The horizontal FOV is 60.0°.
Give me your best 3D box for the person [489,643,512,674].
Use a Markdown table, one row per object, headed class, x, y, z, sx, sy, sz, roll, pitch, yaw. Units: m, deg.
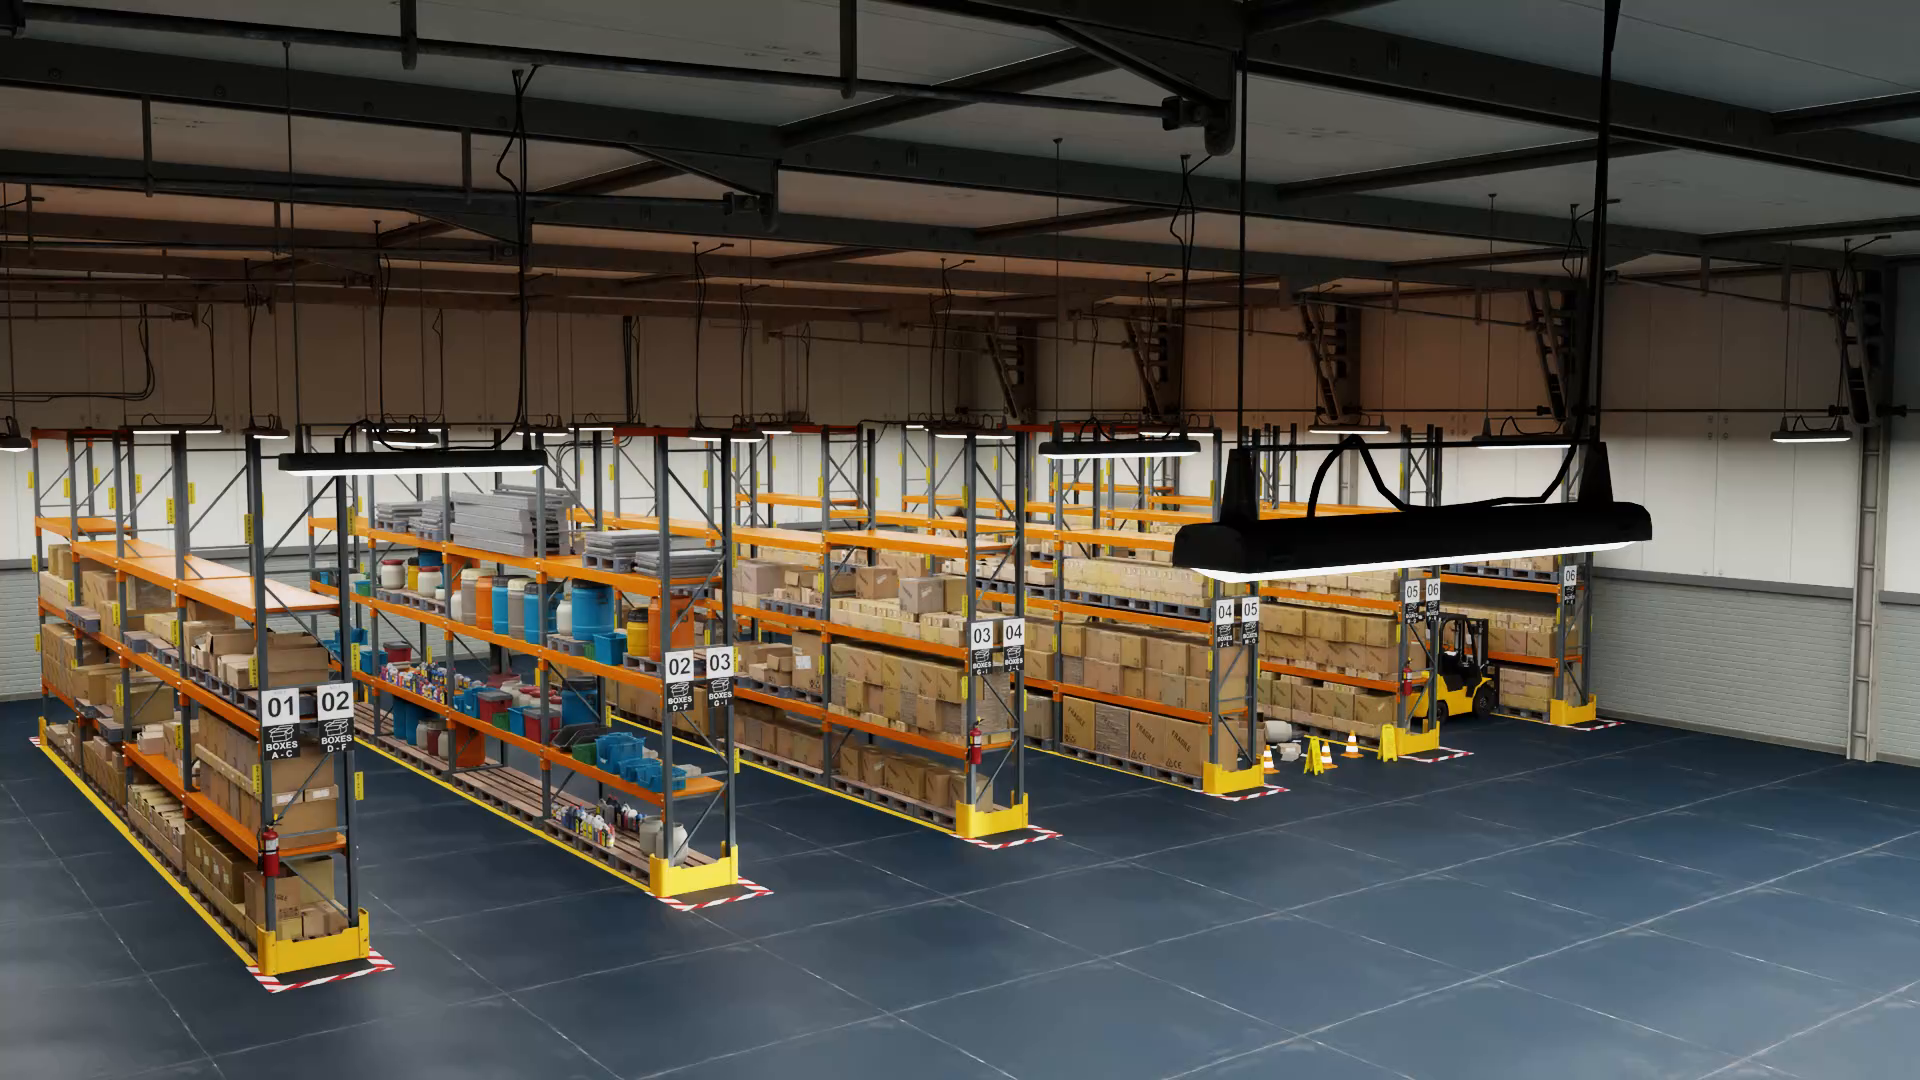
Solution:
| class | x | y | z | sx | sy | sz | roll | pitch | yaw |
| --- | --- | --- | --- | --- | --- | --- | --- | --- | --- |
| person | -9.735 | 2.698 | 35.191 | 0.538 | 1.721 | 0.460 | 1 | 5 | 10 |
